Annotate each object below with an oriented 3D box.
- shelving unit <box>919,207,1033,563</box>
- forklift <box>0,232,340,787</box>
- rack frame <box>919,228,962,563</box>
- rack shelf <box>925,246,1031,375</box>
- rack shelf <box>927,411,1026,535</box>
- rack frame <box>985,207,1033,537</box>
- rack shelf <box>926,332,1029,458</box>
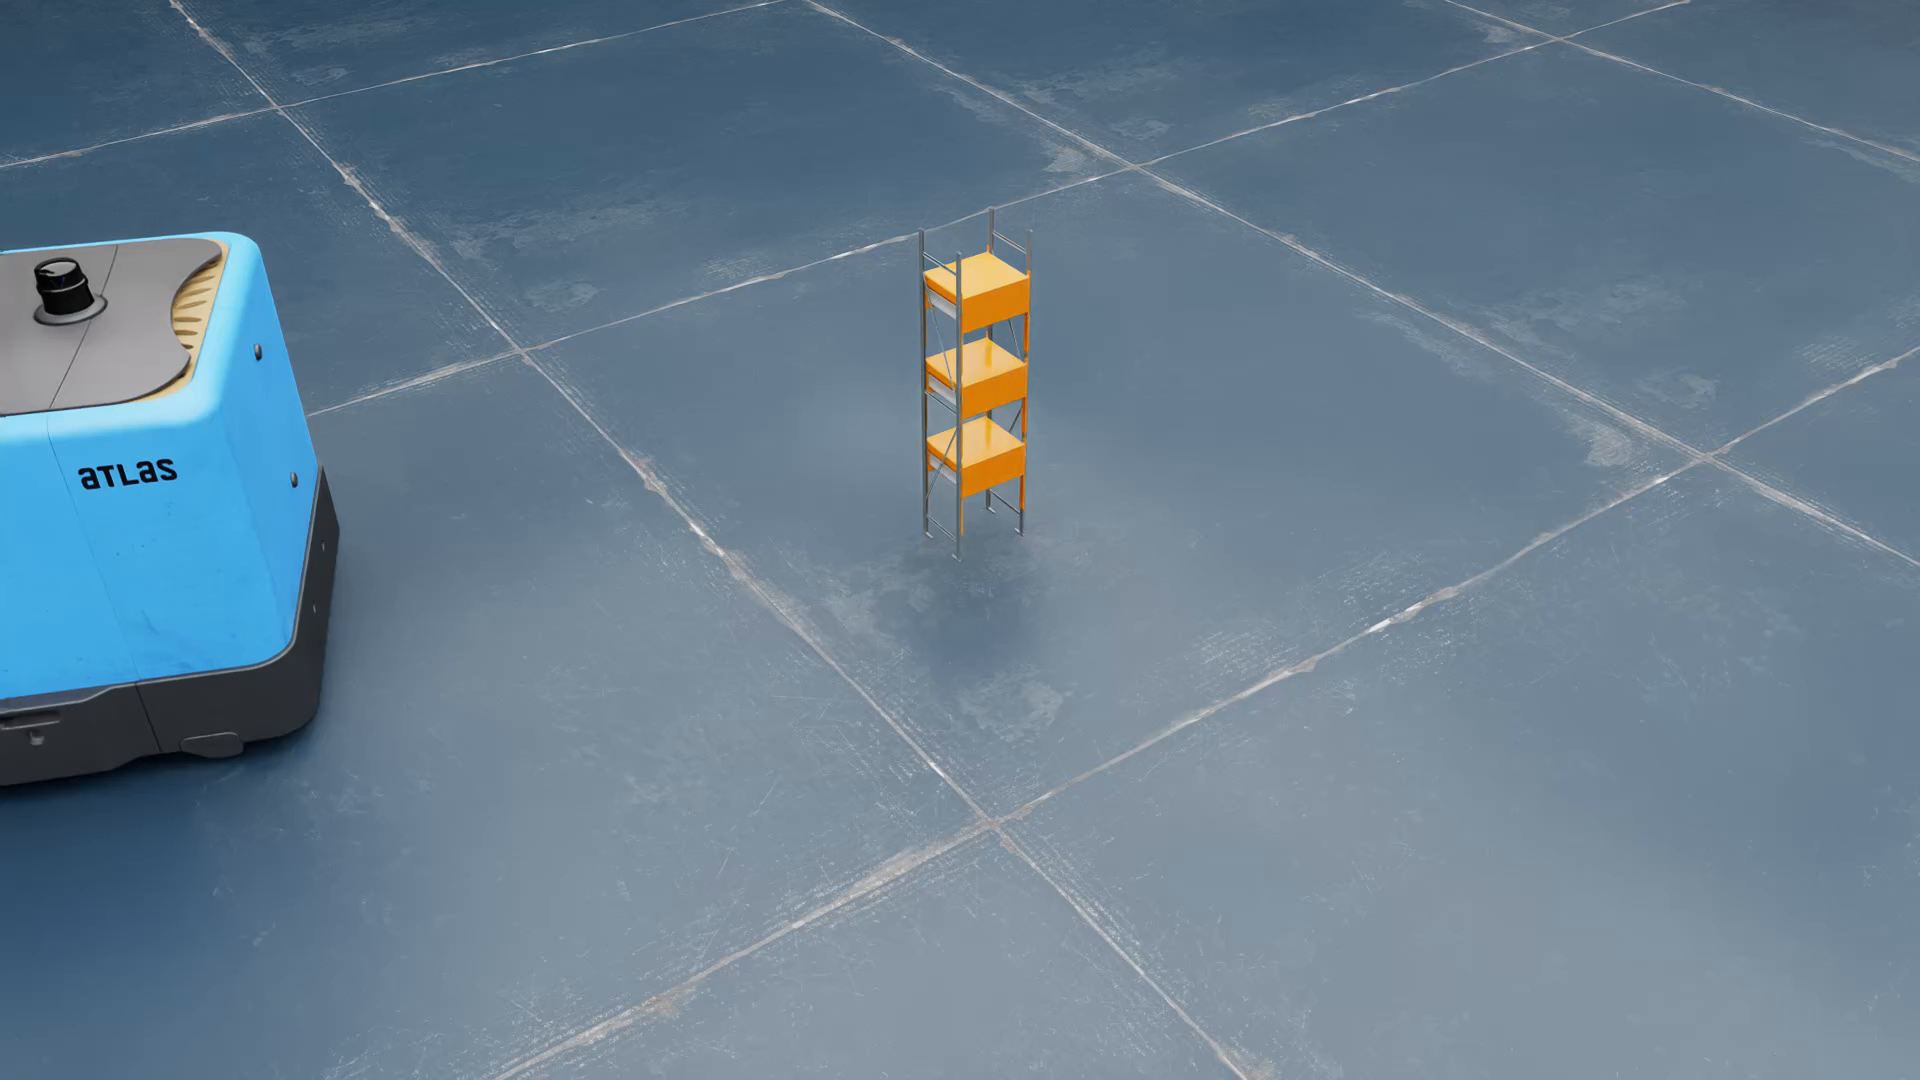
[{"bbox_3d":[0.044,-0.444,4.968,0.252,1.050,0.215,-22,41,-28],"label":"shelving unit"},{"bbox_3d":[-3.310,-0.723,3.746,3.031,2.935,1.130,-8,36,-10],"label":"forklift"},{"bbox_3d":[-0.056,-0.403,4.911,0.008,1.050,0.200,-22,41,-28],"label":"rack frame"},{"bbox_3d":[0.044,-0.666,4.809,0.240,0.259,0.215,-22,41,-28],"label":"rack shelf"},{"bbox_3d":[0.044,-0.210,5.137,0.240,0.259,0.215,-22,41,-28],"label":"rack shelf"},{"bbox_3d":[0.143,-0.485,5.026,0.008,1.050,0.200,-22,41,-28],"label":"rack frame"},{"bbox_3d":[0.044,-0.436,4.975,0.240,0.259,0.215,-22,41,-28],"label":"rack shelf"}]
